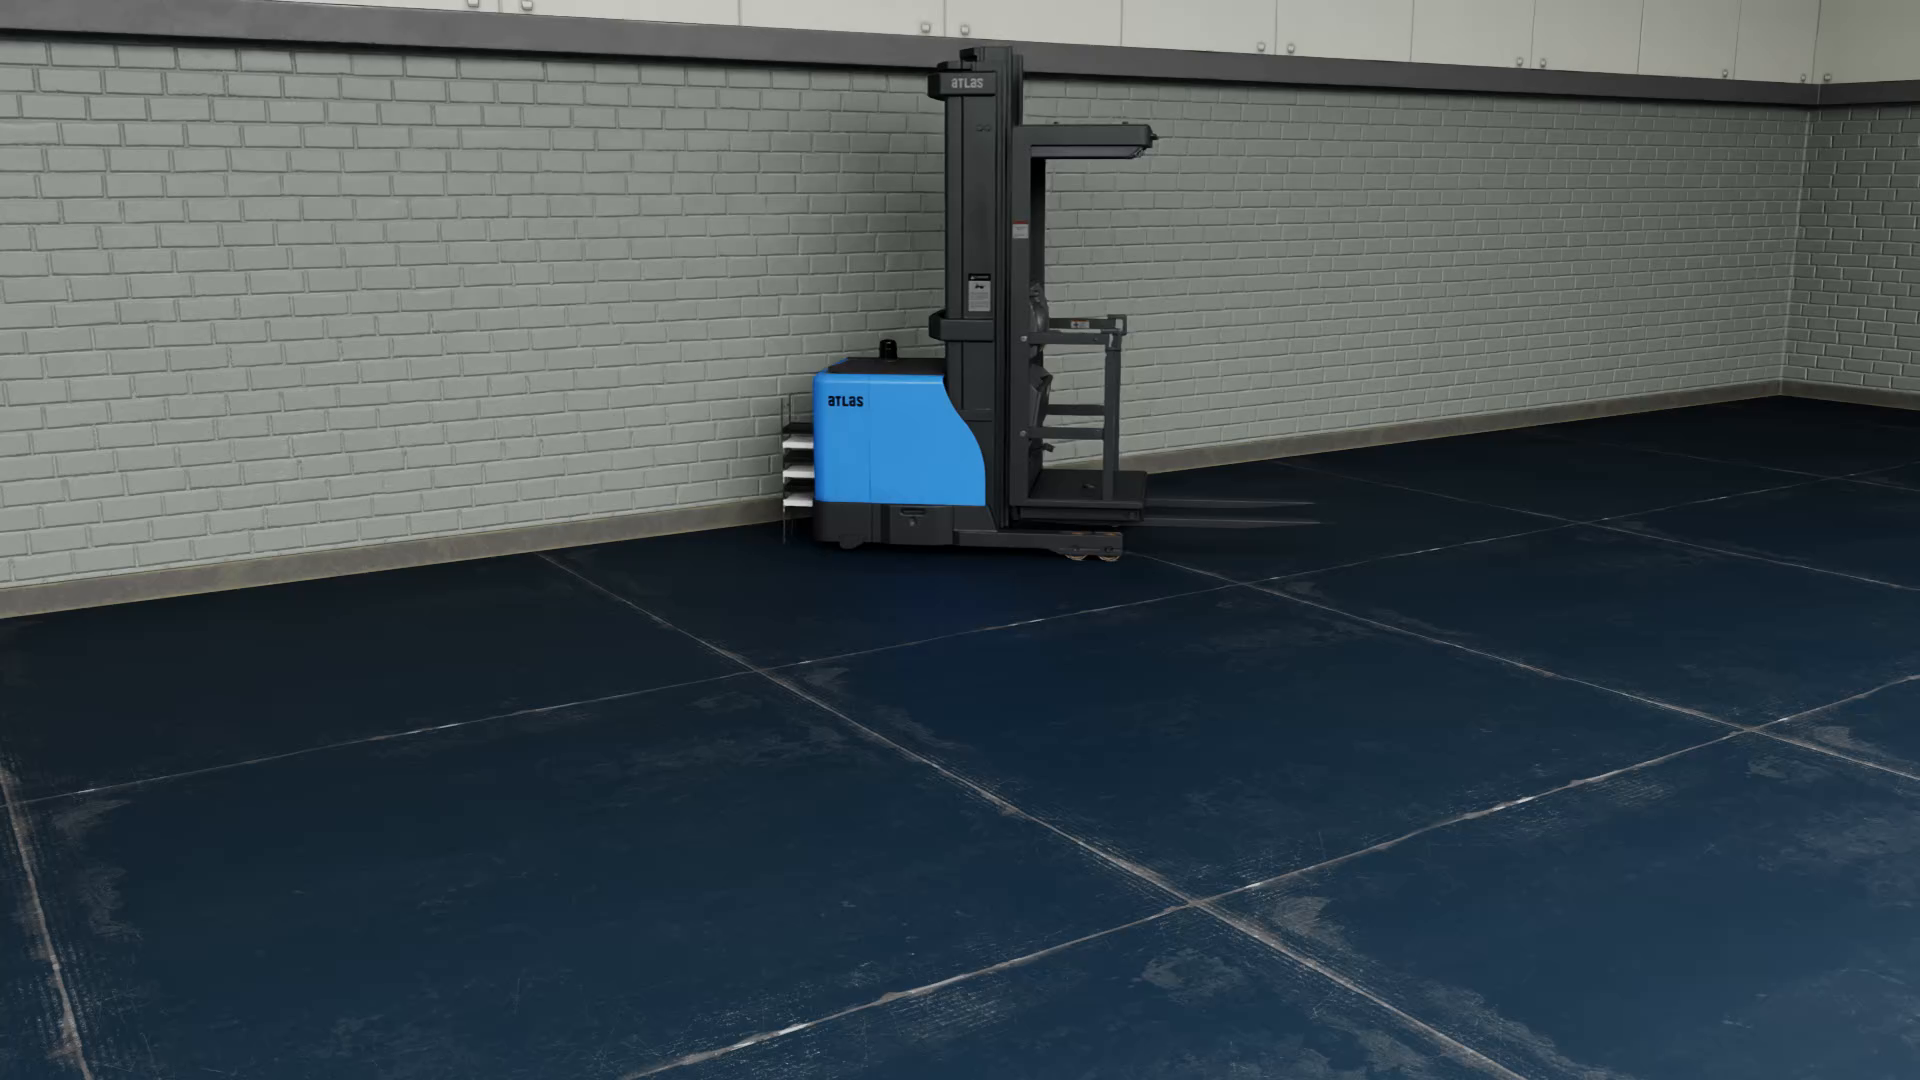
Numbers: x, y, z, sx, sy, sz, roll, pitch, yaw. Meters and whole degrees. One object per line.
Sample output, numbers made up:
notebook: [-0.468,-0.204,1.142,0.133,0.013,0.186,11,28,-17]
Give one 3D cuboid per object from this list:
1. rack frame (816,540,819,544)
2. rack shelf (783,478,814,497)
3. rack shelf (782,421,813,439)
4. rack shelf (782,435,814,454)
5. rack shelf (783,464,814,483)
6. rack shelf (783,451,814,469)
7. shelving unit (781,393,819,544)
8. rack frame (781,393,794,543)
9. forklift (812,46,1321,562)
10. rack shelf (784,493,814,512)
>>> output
rack frame: [-0.868,-0.440,10.266,0.006,0.900,0.240,2,12,7]
rack shelf: [-0.969,-0.322,10.305,0.200,0.077,0.258,2,12,7]
rack shelf: [-0.969,-0.674,10.228,0.200,0.077,0.258,2,12,7]
rack shelf: [-0.969,-0.586,10.247,0.200,0.077,0.258,2,12,7]
rack shelf: [-0.969,-0.410,10.285,0.200,0.077,0.258,2,12,7]
rack shelf: [-0.969,-0.498,10.266,0.200,0.077,0.258,2,12,7]
shelving unit: [-0.969,-0.442,10.278,0.210,0.900,0.258,2,12,7]
rack frame: [-1.070,-0.445,10.291,0.006,0.900,0.240,2,12,7]
forklift: [0.665,-1.426,10.020,3.031,2.935,1.130,2,12,7]
rack shelf: [-0.969,-0.234,10.324,0.200,0.077,0.258,2,12,7]
